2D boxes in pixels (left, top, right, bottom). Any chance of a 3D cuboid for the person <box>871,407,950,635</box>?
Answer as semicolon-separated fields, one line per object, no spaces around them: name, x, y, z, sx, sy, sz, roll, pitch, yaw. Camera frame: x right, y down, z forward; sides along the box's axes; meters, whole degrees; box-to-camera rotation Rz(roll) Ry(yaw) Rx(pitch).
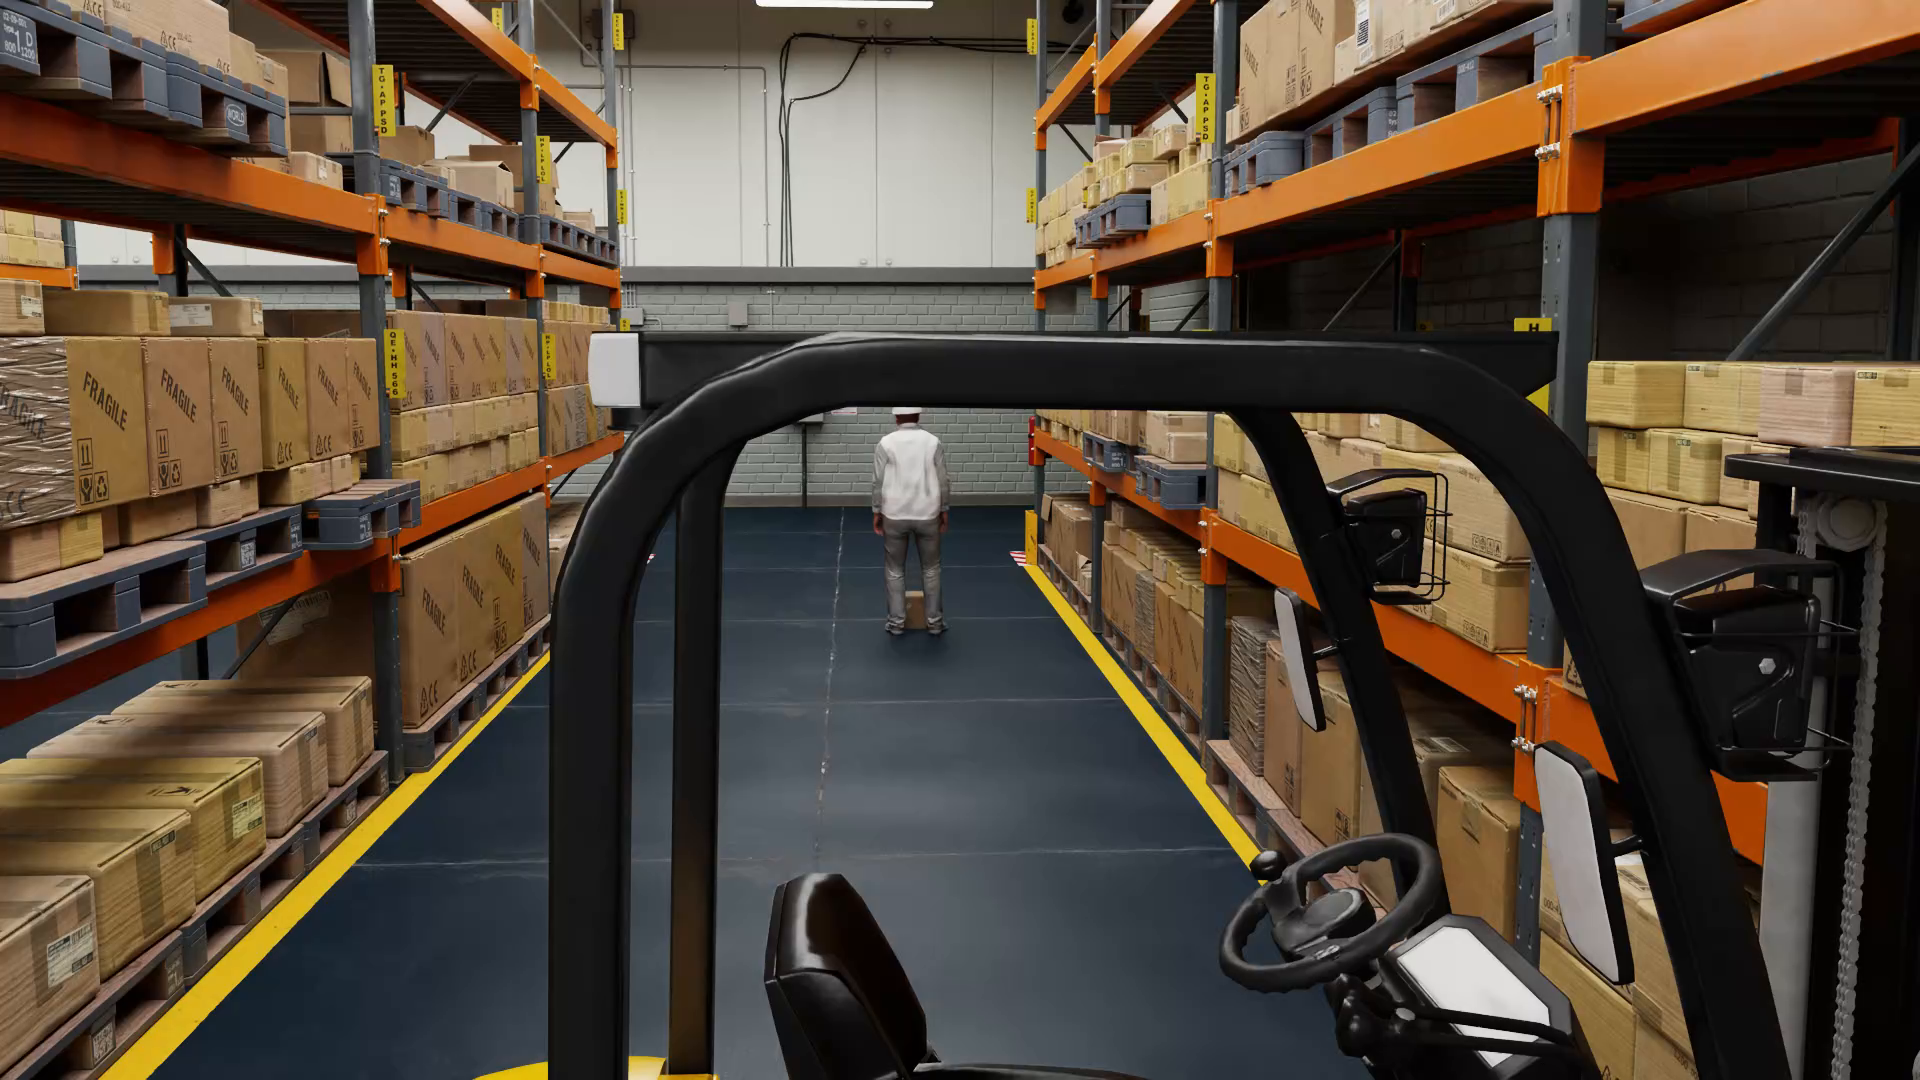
person;-0.365;-0.191;12.240;0.579;1.769;0.466;-1;7;-6
